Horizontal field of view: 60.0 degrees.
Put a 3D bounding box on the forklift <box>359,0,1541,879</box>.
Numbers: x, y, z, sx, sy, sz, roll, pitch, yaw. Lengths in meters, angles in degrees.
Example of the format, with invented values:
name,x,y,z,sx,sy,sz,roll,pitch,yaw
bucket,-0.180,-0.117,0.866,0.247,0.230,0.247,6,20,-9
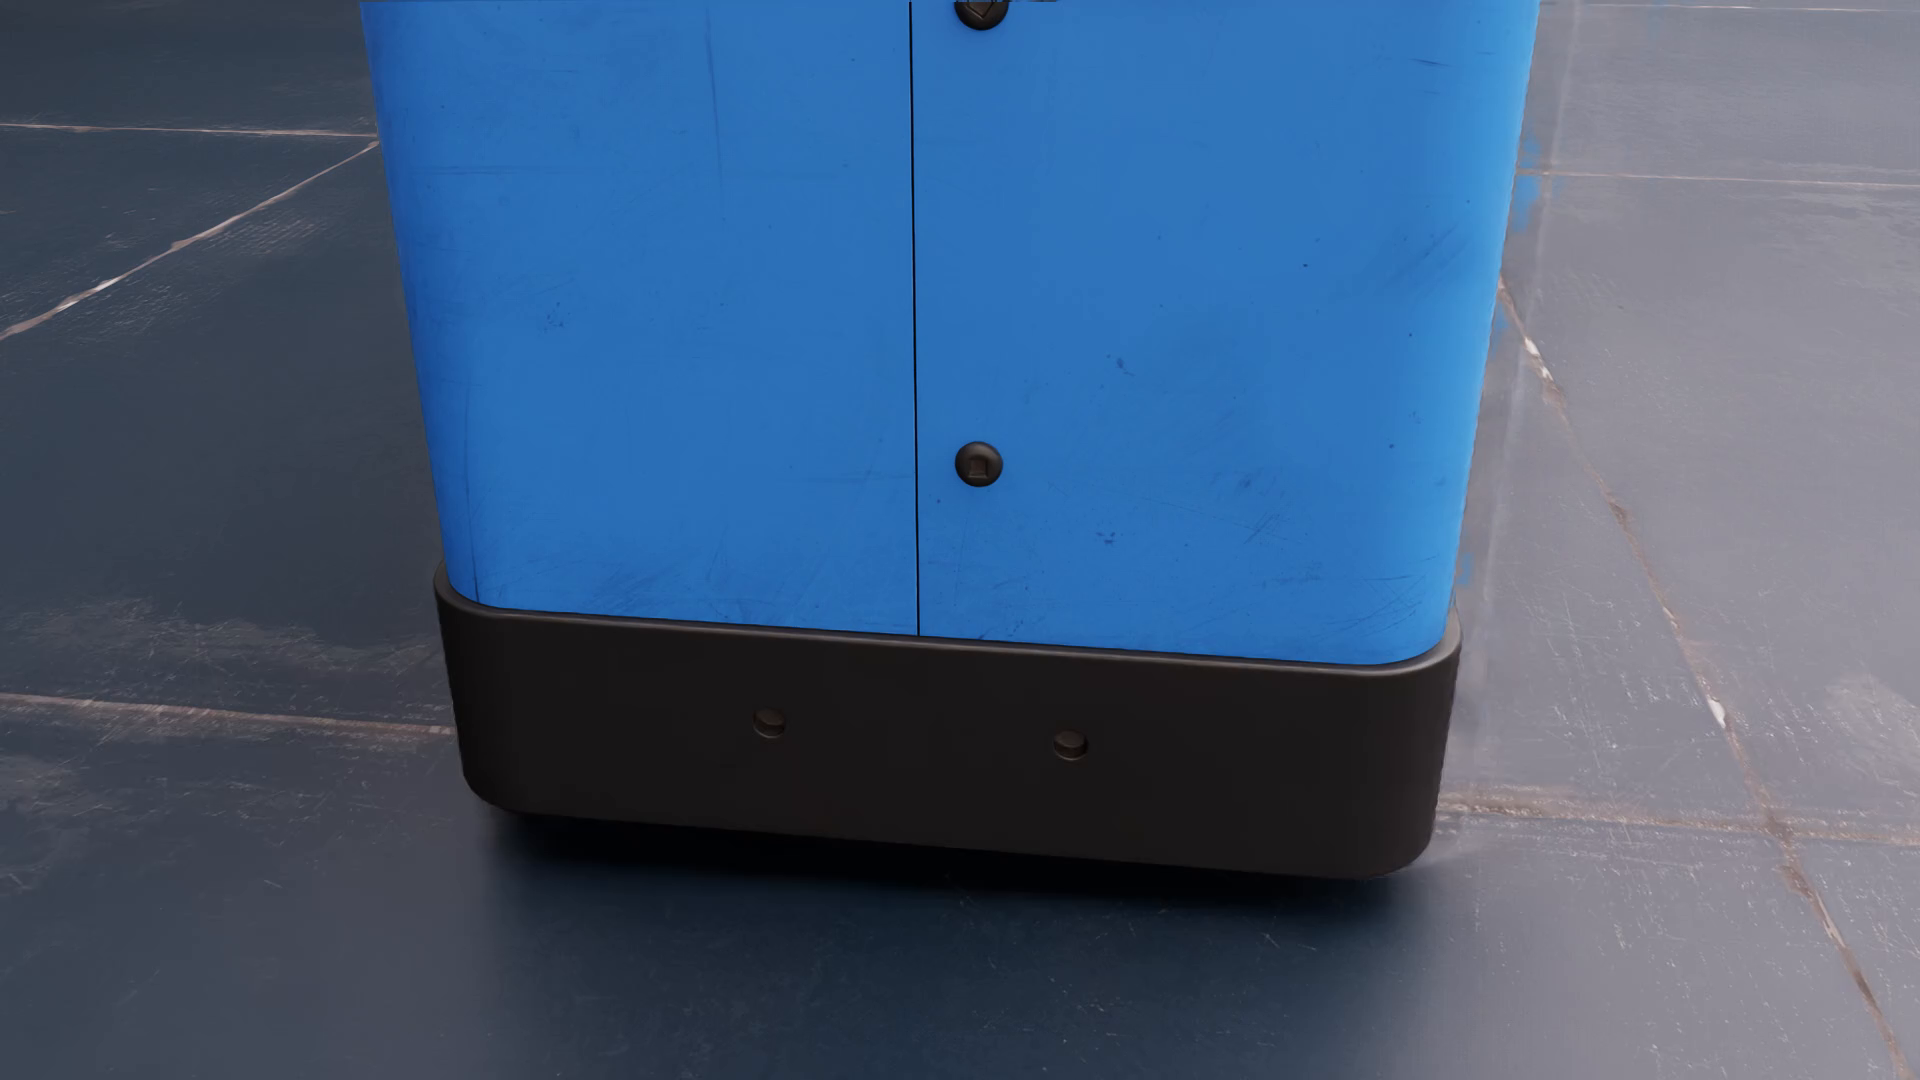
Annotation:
name,x,y,z,sx,sy,sz,roll,pitch,yaw
forklift,0.158,-1.603,2.430,1.130,2.935,3.031,3,27,7
